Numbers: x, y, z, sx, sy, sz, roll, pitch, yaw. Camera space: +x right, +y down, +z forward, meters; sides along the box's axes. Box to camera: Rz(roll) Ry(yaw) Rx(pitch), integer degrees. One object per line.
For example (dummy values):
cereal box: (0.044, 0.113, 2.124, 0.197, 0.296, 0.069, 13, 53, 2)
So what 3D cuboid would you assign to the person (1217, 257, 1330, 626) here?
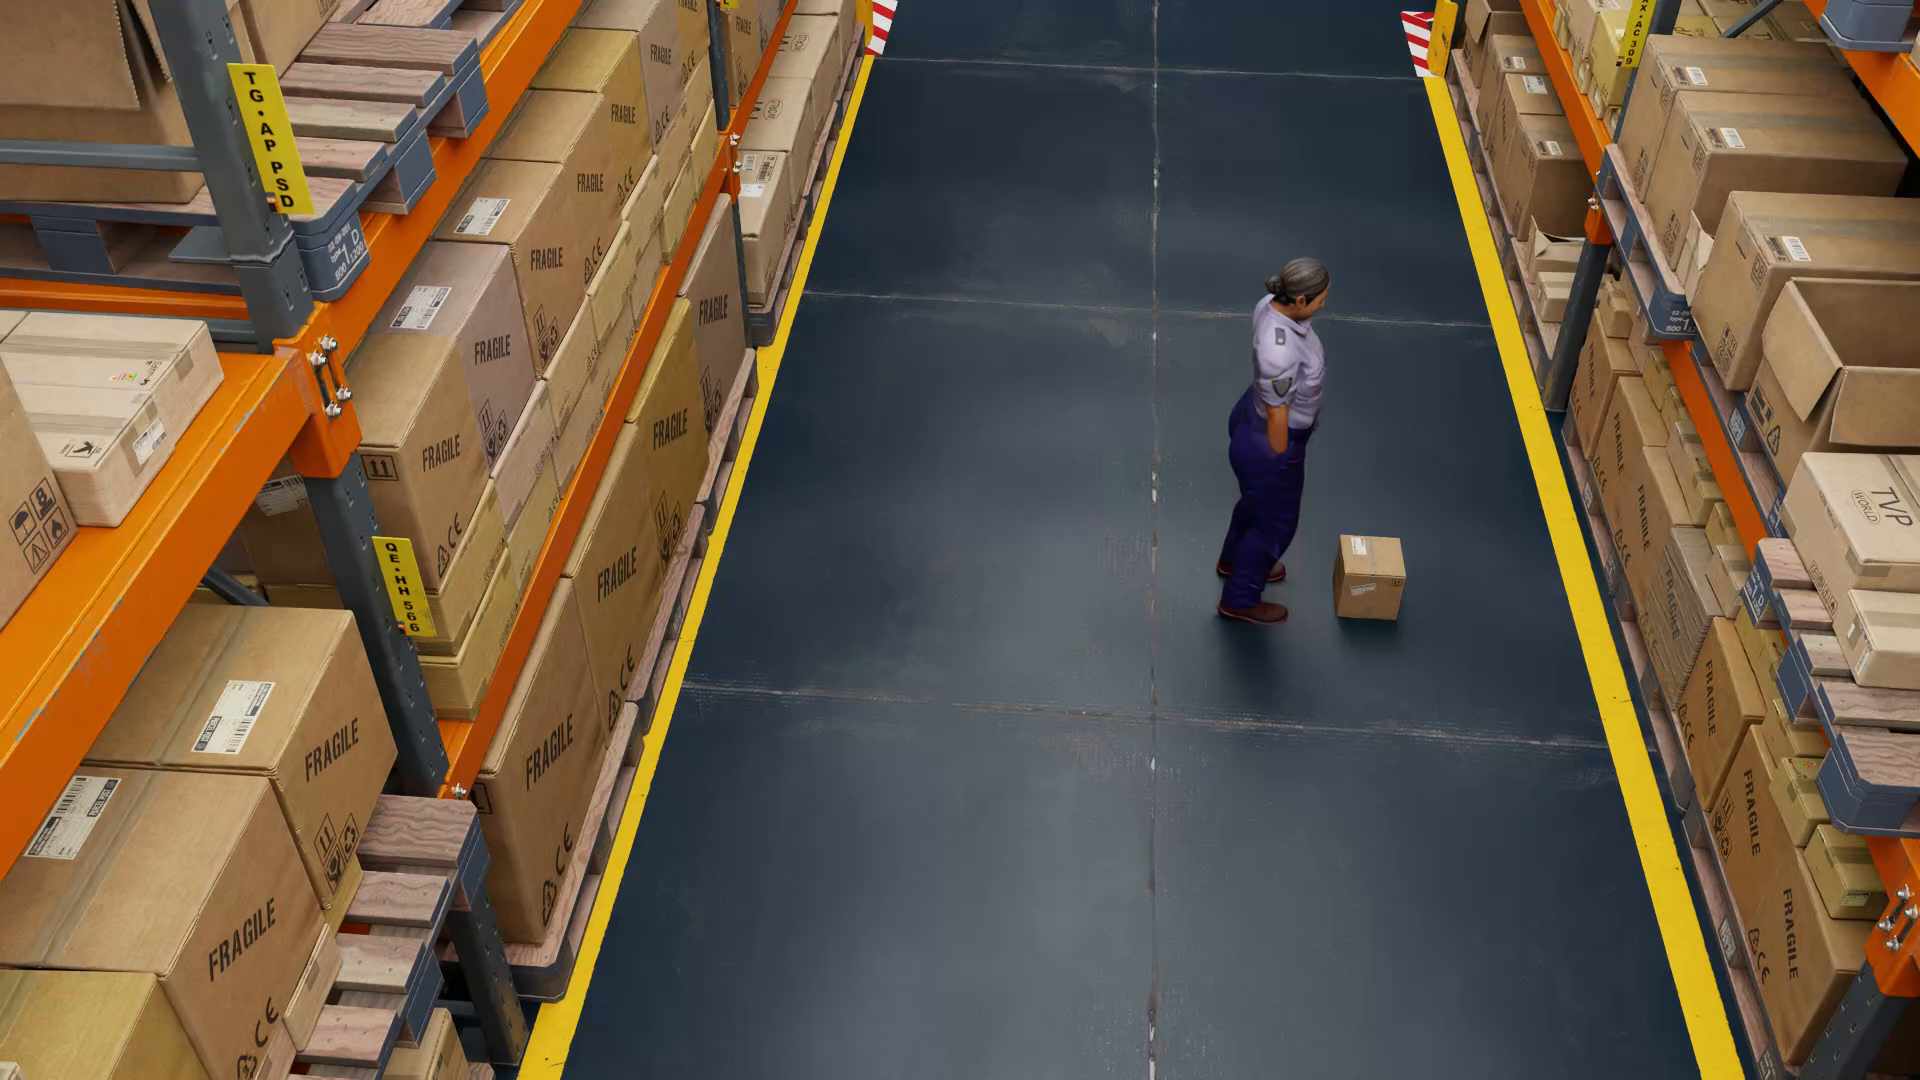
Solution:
person: (1.245, -0.408, 6.667, 0.338, 1.644, 0.476, 4, 40, 5)
